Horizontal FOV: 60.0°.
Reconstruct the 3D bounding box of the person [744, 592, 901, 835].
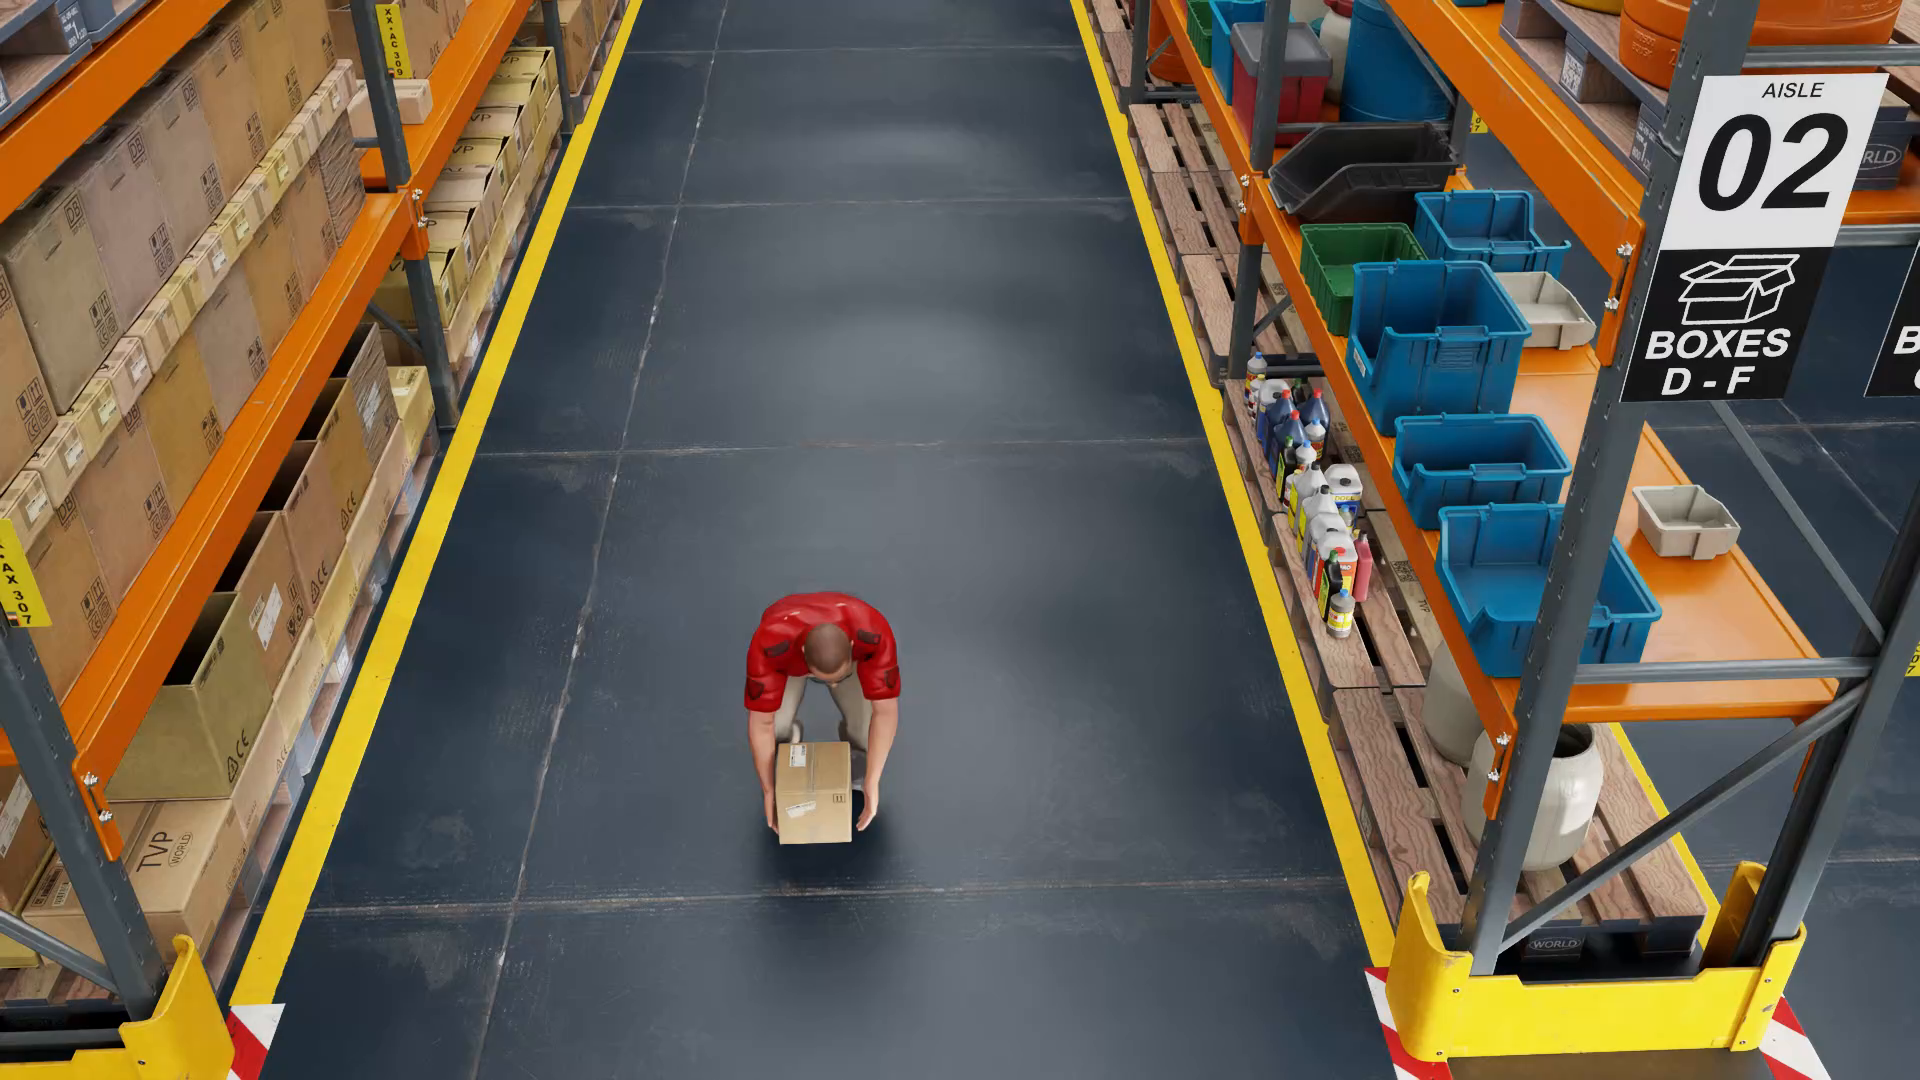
[{"bbox_3d":[-0.498,0.536,6.034,0.566,1.001,0.883,-2,35,-2],"label":"person"}]
